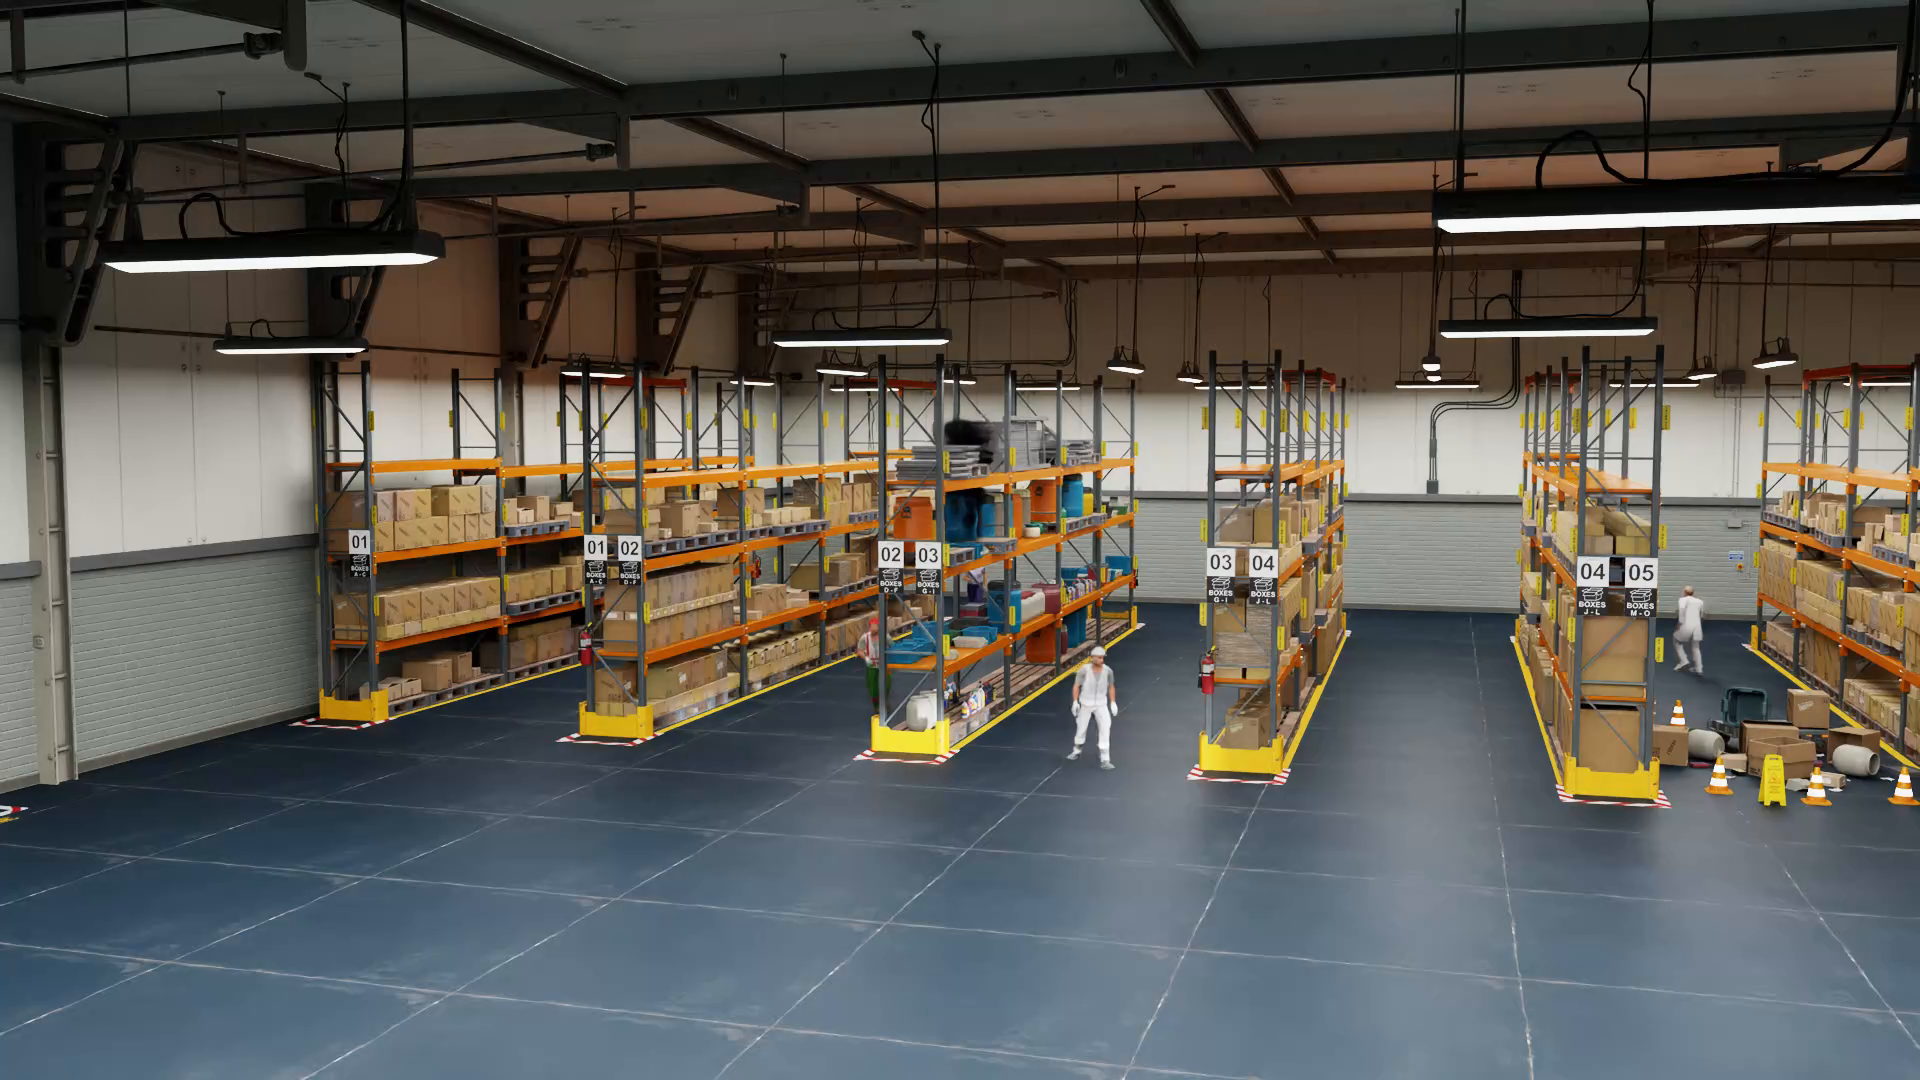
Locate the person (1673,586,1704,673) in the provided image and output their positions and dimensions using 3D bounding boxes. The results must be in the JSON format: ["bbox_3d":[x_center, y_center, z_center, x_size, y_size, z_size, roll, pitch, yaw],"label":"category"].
[{"bbox_3d":[14.523,1.778,33.075,0.617,1.703,0.984,0,4,0],"label":"person"}]

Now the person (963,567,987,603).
[{"bbox_3d":[0.363,1.249,41.145,0.573,1.694,0.842,0,4,5],"label":"person"}]

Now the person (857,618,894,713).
[{"bbox_3d":[-1.418,2.146,28.296,0.649,1.682,0.771,0,4,0],"label":"person"}]

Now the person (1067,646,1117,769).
[{"bbox_3d":[1.945,2.403,24.179,0.722,1.743,0.890,-1,4,-9],"label":"person"}]
